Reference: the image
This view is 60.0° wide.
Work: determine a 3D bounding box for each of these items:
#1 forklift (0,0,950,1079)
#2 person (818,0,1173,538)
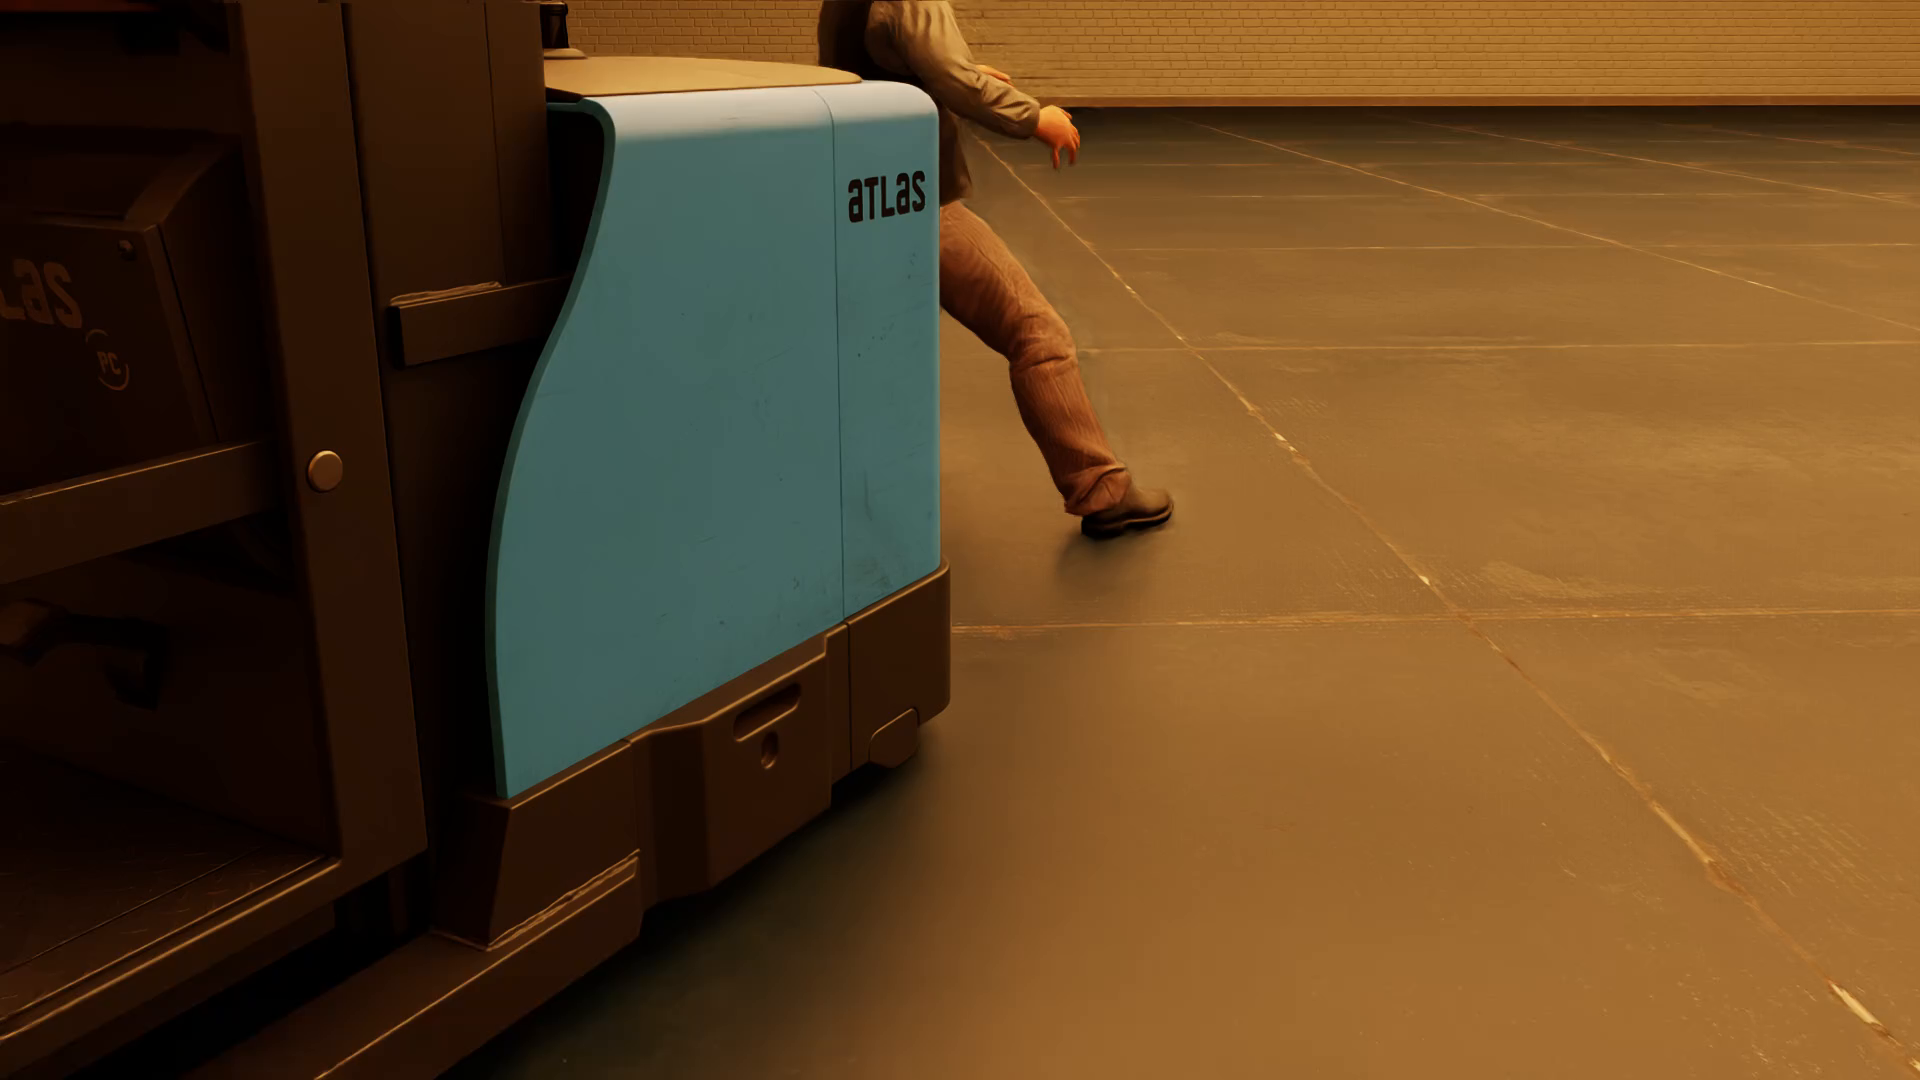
[{"bbox_3d":[-1.182,-0.767,1.414,1.130,2.935,3.031,9,19,28],"label":"forklift"},{"bbox_3d":[-0.026,-0.891,4.234,0.809,1.515,1.304,-6,18,-18],"label":"person"}]
